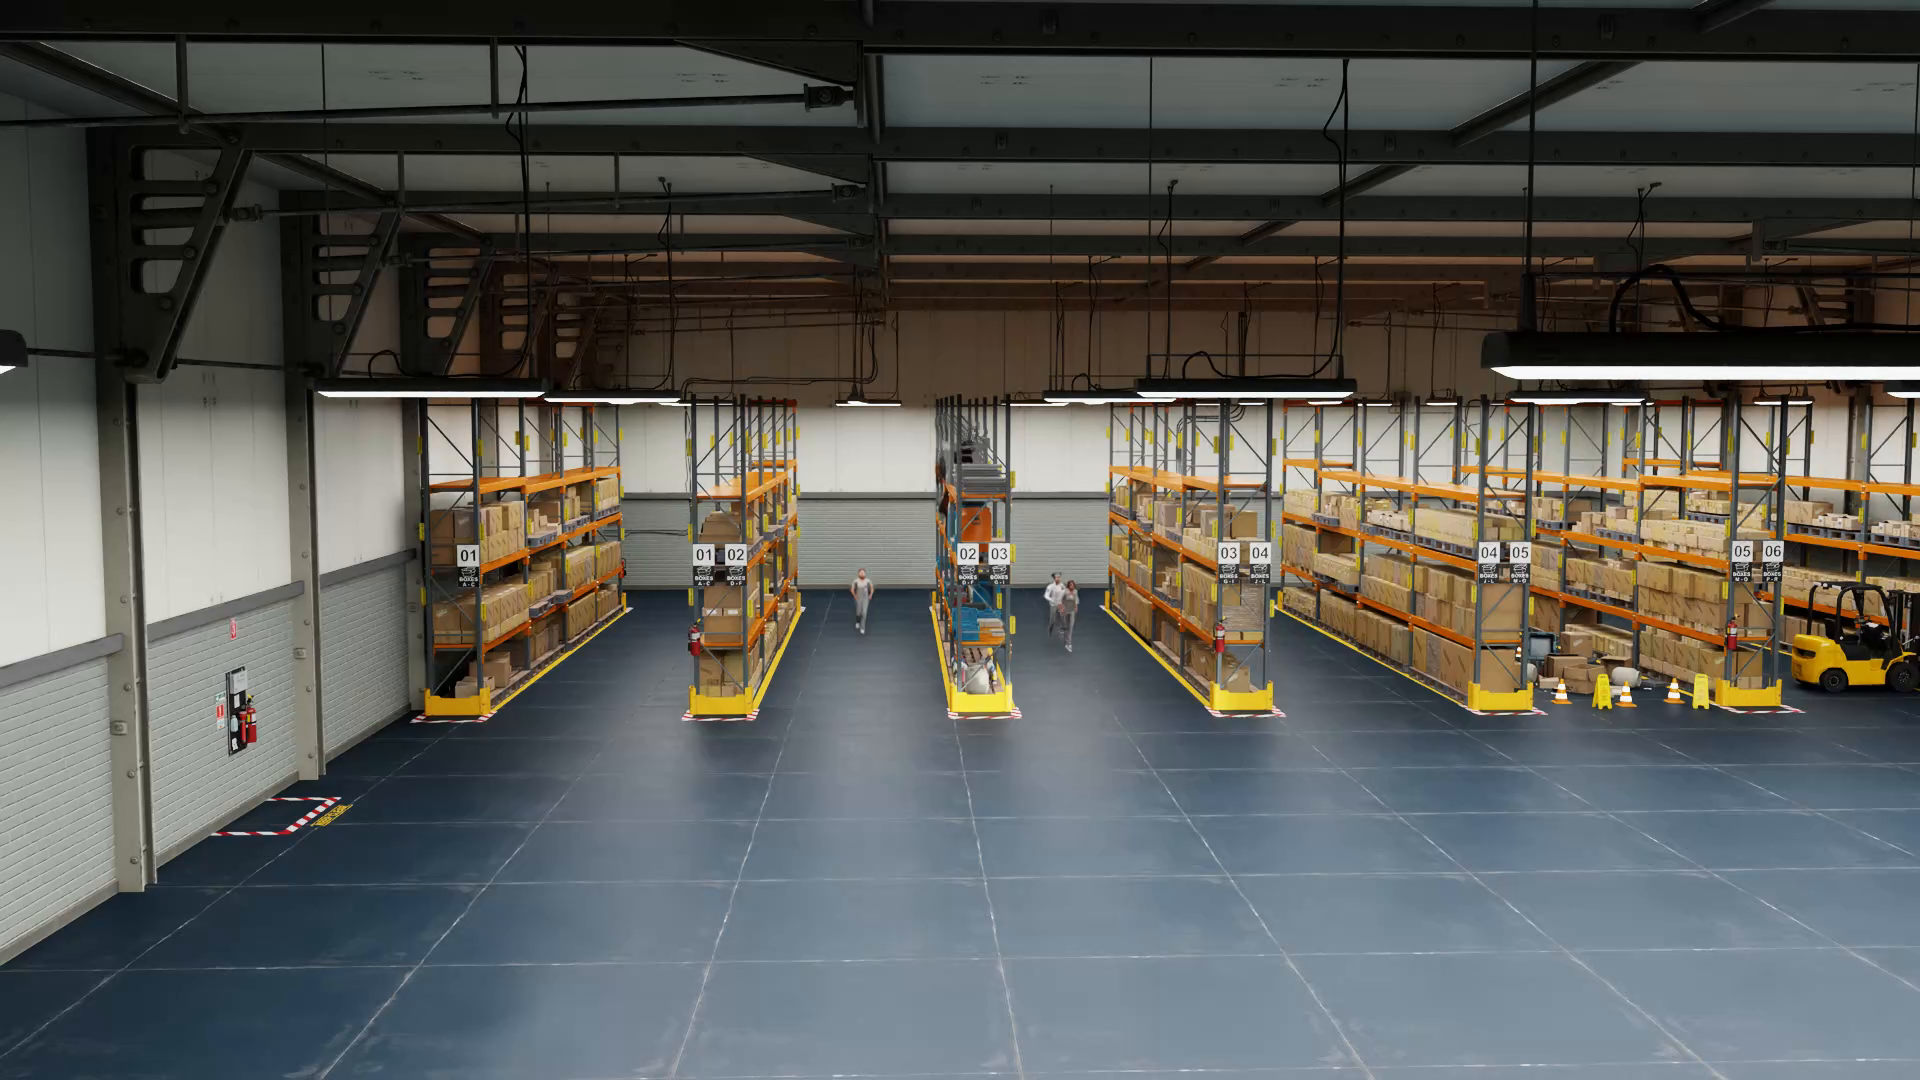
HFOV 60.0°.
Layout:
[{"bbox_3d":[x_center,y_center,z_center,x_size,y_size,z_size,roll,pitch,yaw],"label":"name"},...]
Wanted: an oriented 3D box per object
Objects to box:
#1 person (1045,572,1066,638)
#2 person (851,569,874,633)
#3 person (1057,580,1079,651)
[{"bbox_3d":[2.364,1.582,40.291,0.625,1.637,0.761,-1,5,-12],"label":"person"},{"bbox_3d":[-2.503,1.555,42.751,0.585,1.635,0.605,-1,5,-7],"label":"person"},{"bbox_3d":[2.453,1.687,37.951,0.543,1.602,0.856,-1,5,-12],"label":"person"}]
